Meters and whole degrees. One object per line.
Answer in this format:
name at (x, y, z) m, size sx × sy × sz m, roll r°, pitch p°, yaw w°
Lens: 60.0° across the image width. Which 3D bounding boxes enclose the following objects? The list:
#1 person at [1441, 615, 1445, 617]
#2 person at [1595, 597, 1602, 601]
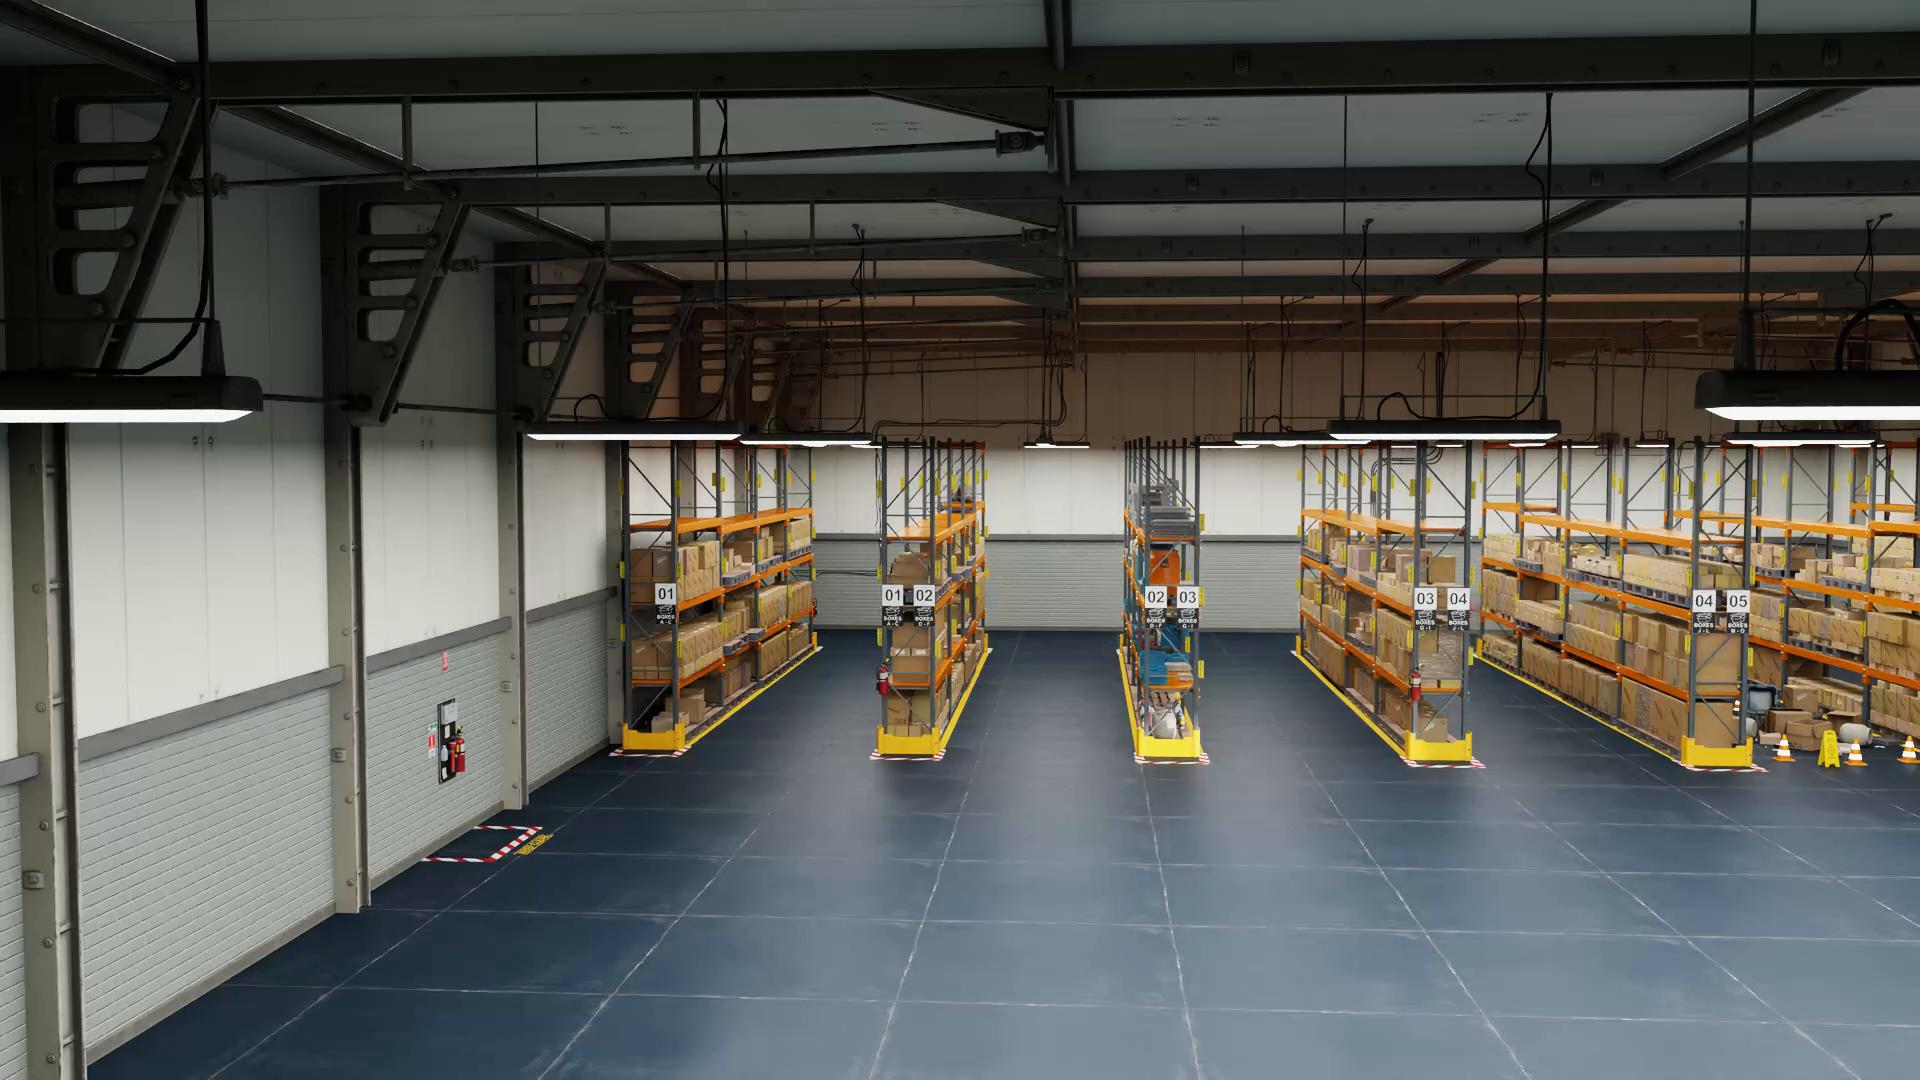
person at (13.424, 2.447, 46.624) m, size 0.614 × 1.594 × 0.590 m, roll 2°, pitch 4°, yaw 34°
person at (18.407, 2.414, 47.416) m, size 0.844 × 1.546 × 0.586 m, roll 0°, pitch 3°, yaw 9°
